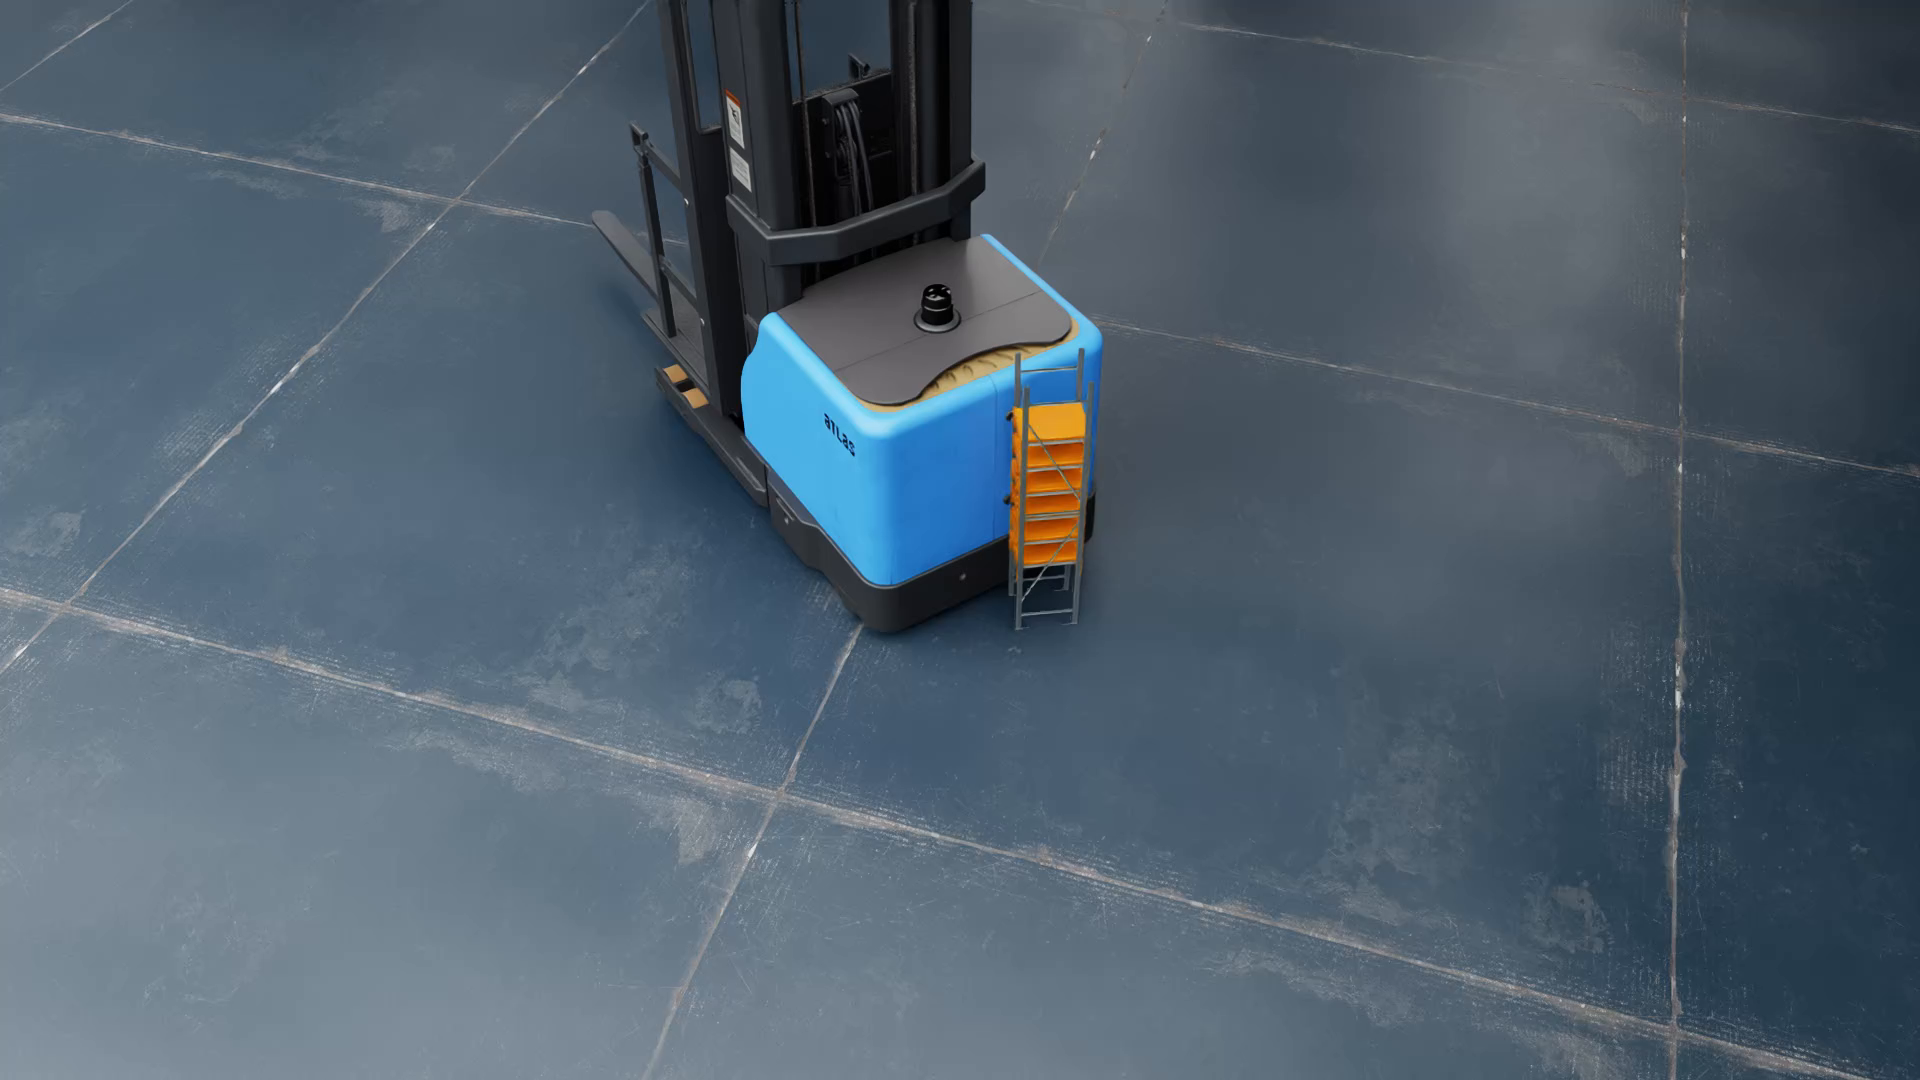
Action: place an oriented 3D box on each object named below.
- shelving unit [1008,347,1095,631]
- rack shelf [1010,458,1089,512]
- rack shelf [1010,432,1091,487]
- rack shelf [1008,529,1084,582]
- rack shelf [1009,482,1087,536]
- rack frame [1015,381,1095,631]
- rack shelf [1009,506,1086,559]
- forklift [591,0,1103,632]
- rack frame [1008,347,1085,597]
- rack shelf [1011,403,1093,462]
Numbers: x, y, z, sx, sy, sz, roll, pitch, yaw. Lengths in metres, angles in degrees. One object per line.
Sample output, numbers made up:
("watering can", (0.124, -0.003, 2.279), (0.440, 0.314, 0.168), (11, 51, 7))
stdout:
("shelving unit", (0.321, -0.156, 6.052), (0.258, 1.200, 0.189), (-5, 45, -5))
("rack shelf", (0.321, -0.210, 5.999), (0.258, 0.103, 0.180), (-5, 45, -5))
("rack shelf", (0.321, -0.296, 5.915), (0.258, 0.103, 0.180), (-5, 45, -5))
("rack shelf", (0.321, 0.047, 6.251), (0.258, 0.103, 0.180), (-5, 45, -5))
("rack shelf", (0.321, -0.125, 6.083), (0.258, 0.103, 0.180), (-5, 45, -5))
("rack frame", (0.332, -0.093, 5.987), (0.240, 1.200, 0.006), (-5, 45, -5))
("rack shelf", (0.321, -0.039, 6.167), (0.258, 0.103, 0.180), (-5, 45, -5))
("forklift", (-0.685, -1.706, 6.398), (1.130, 2.935, 3.031), (-24, 49, -23))
("rack frame", (0.309, -0.220, 6.117), (0.240, 1.200, 0.006), (-5, 45, -5))
("rack shelf", (0.321, -0.382, 5.831), (0.258, 0.103, 0.180), (-5, 45, -5))
